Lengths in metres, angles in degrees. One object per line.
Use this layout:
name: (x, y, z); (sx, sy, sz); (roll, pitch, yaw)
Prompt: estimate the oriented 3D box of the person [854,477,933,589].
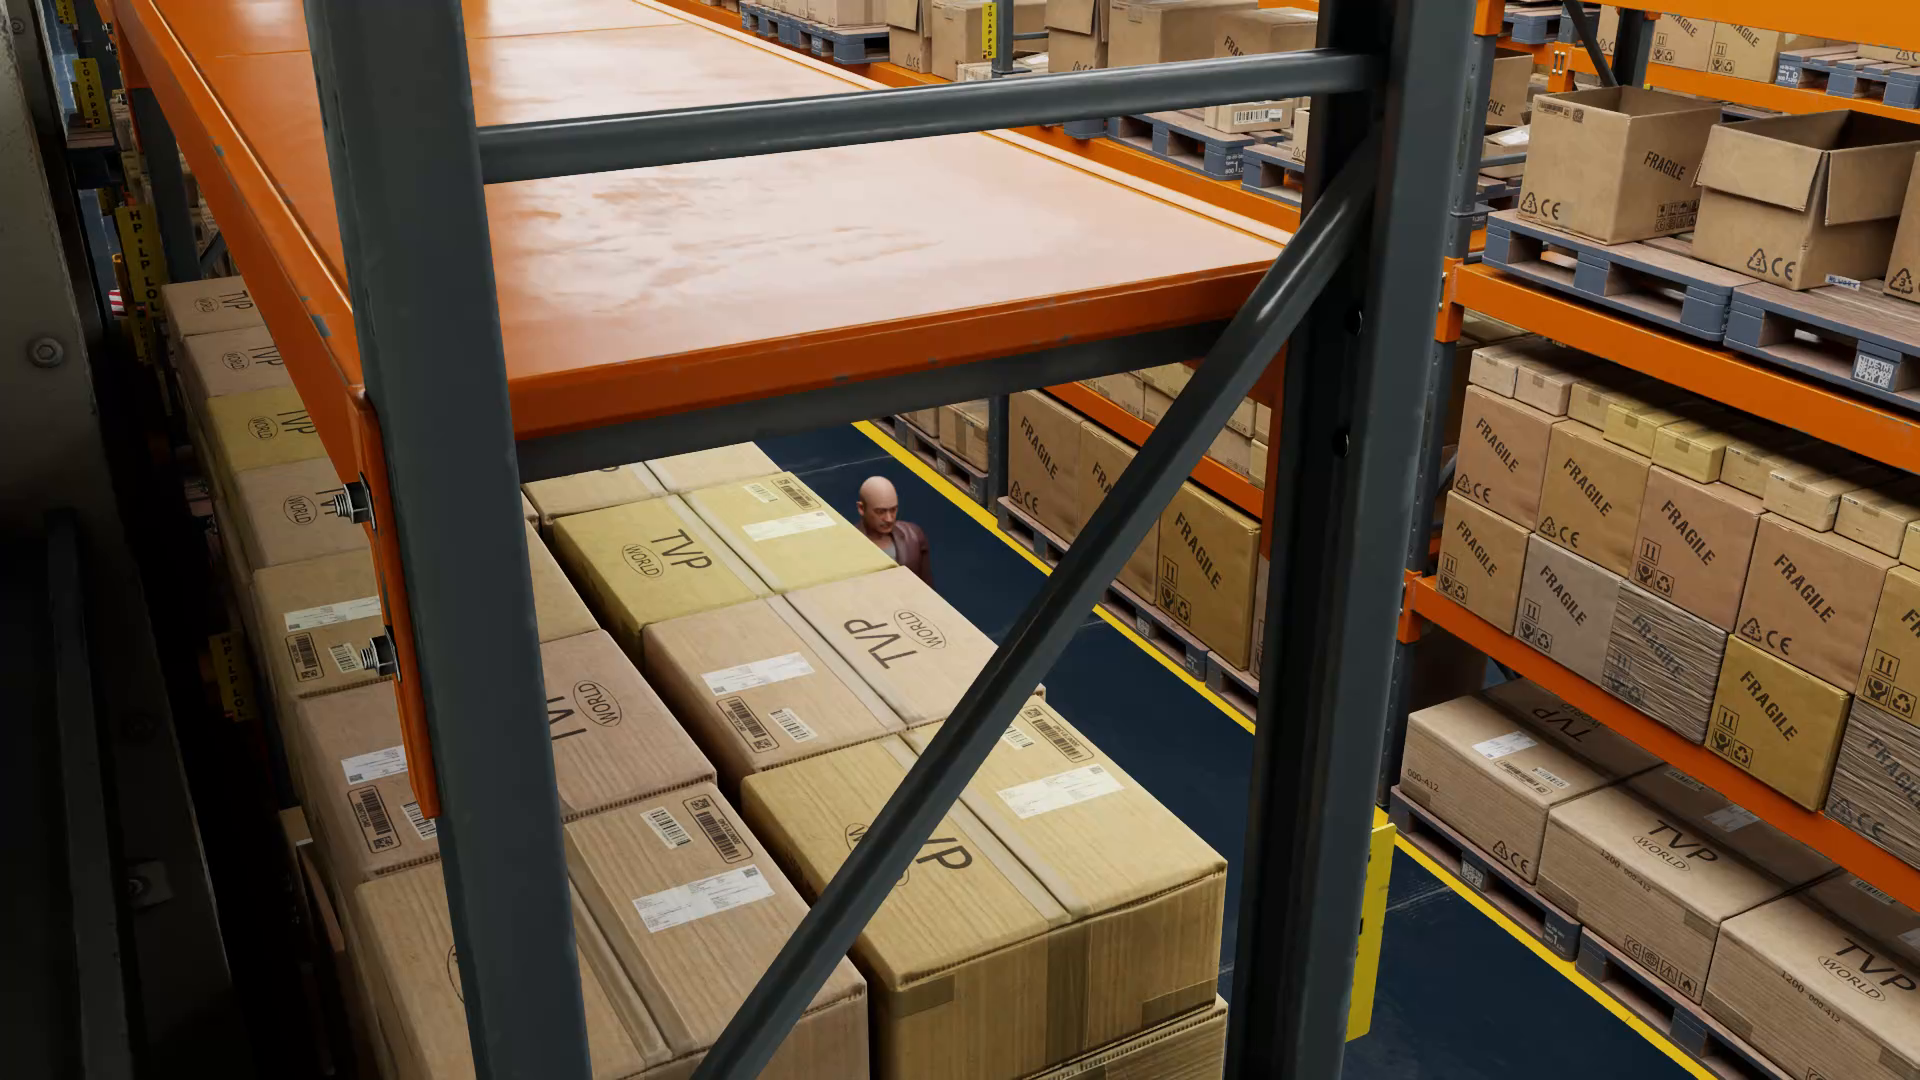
person: (-0.380, 0.572, 7.931); (0.639, 1.817, 0.421); (-8, 26, -17)
